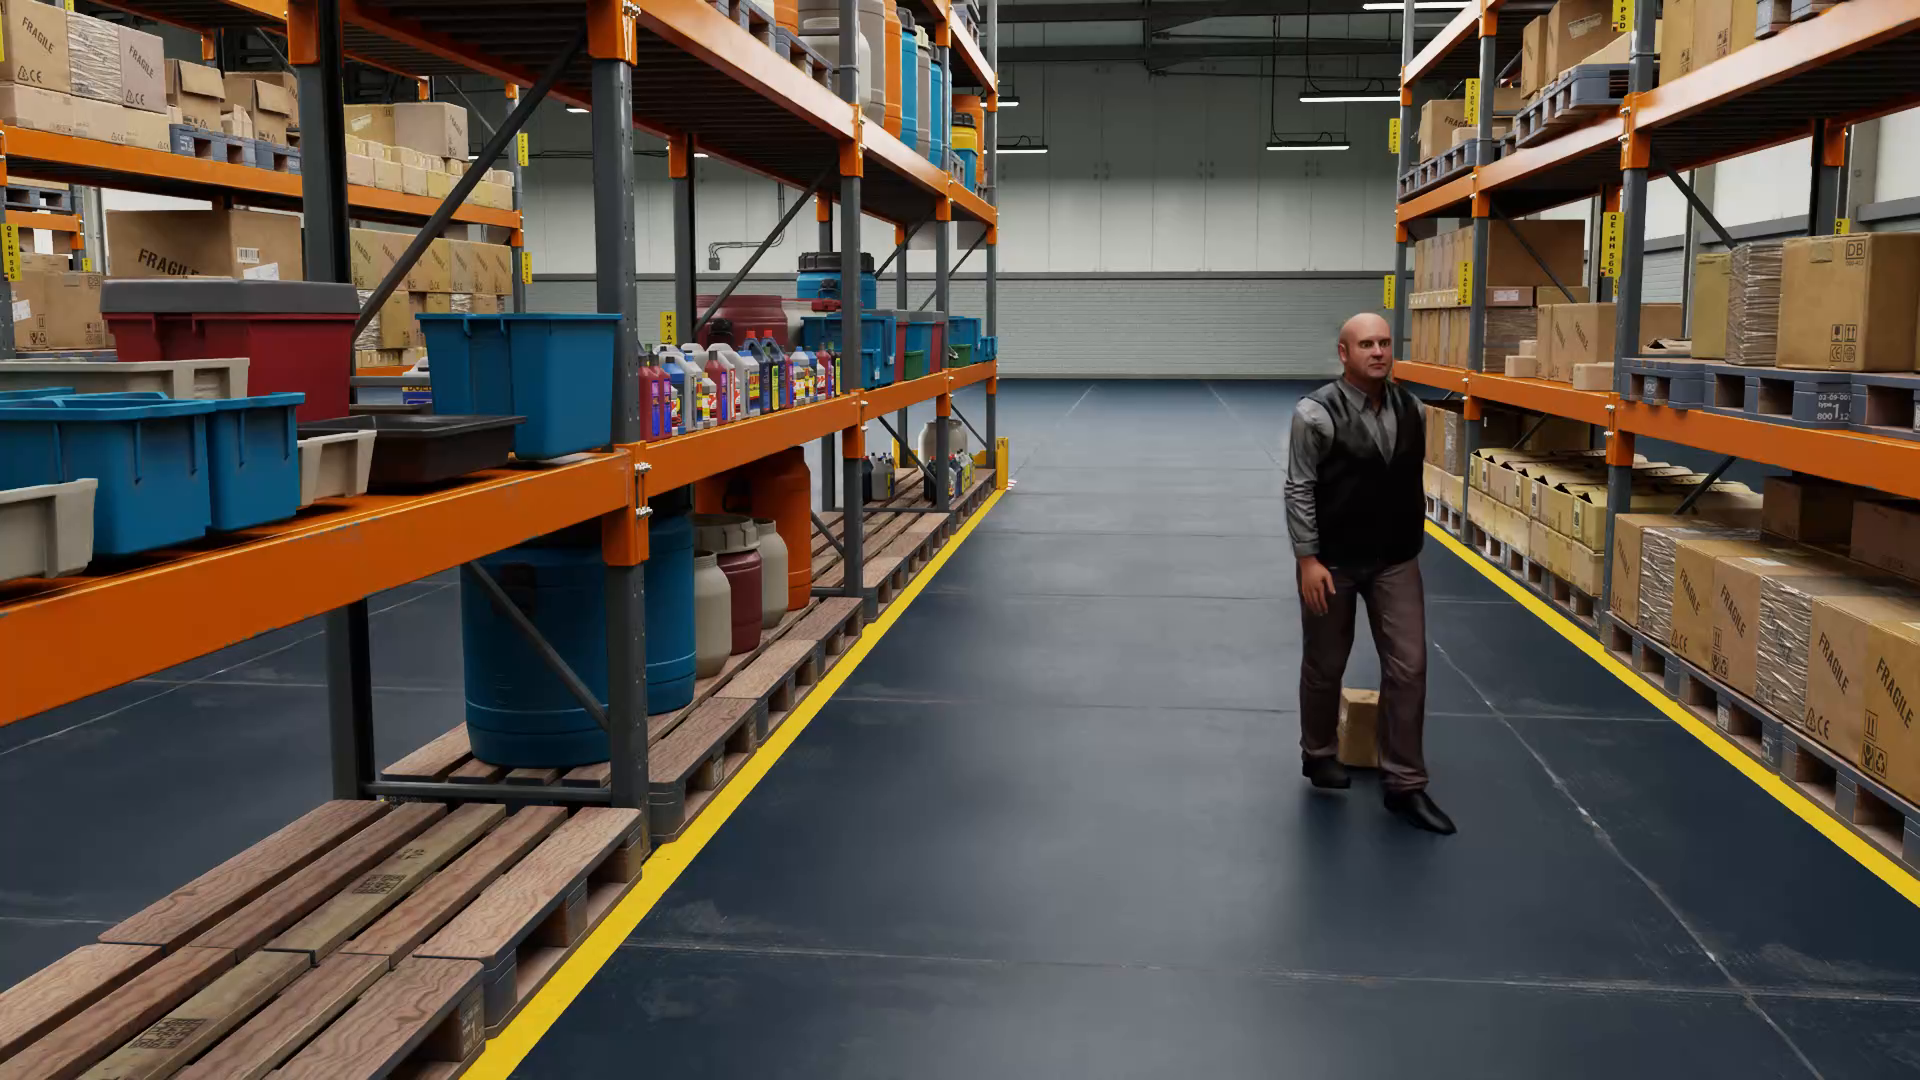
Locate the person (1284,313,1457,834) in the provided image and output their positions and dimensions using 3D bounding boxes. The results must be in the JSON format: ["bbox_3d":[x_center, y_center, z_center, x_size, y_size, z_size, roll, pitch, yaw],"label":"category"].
[{"bbox_3d":[1.361,0.096,5.736,0.551,1.741,0.714,-1,8,-9],"label":"person"}]
